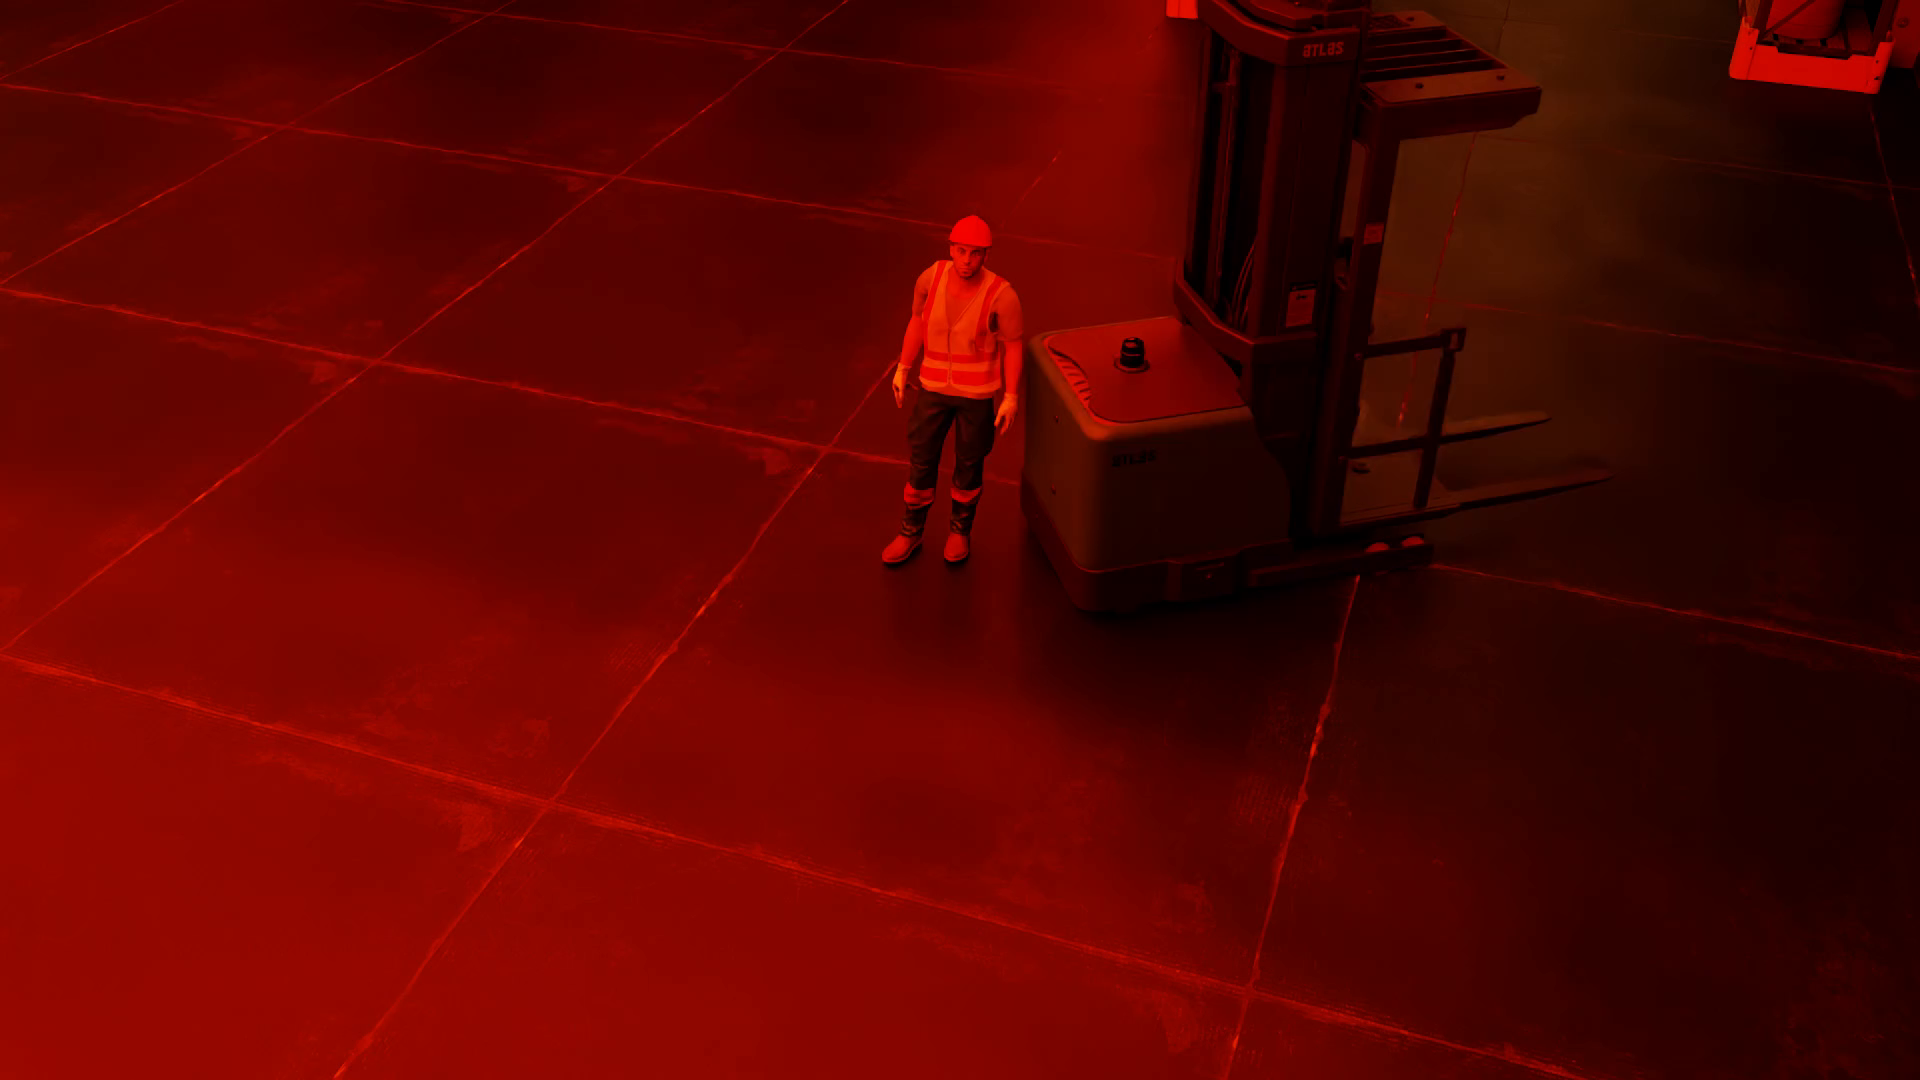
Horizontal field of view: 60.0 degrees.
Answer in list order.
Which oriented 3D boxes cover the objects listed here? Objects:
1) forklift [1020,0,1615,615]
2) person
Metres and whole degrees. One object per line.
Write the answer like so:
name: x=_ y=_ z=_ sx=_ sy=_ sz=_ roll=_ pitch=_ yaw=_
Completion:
forklift: x=1.895 y=-1.302 z=7.947 sx=3.031 sy=2.935 sz=1.130 roll=-9 pitch=36 yaw=-13
person: x=-0.039 y=-0.695 z=8.065 sx=0.637 sy=1.787 sz=0.564 roll=12 pitch=37 yaw=16
